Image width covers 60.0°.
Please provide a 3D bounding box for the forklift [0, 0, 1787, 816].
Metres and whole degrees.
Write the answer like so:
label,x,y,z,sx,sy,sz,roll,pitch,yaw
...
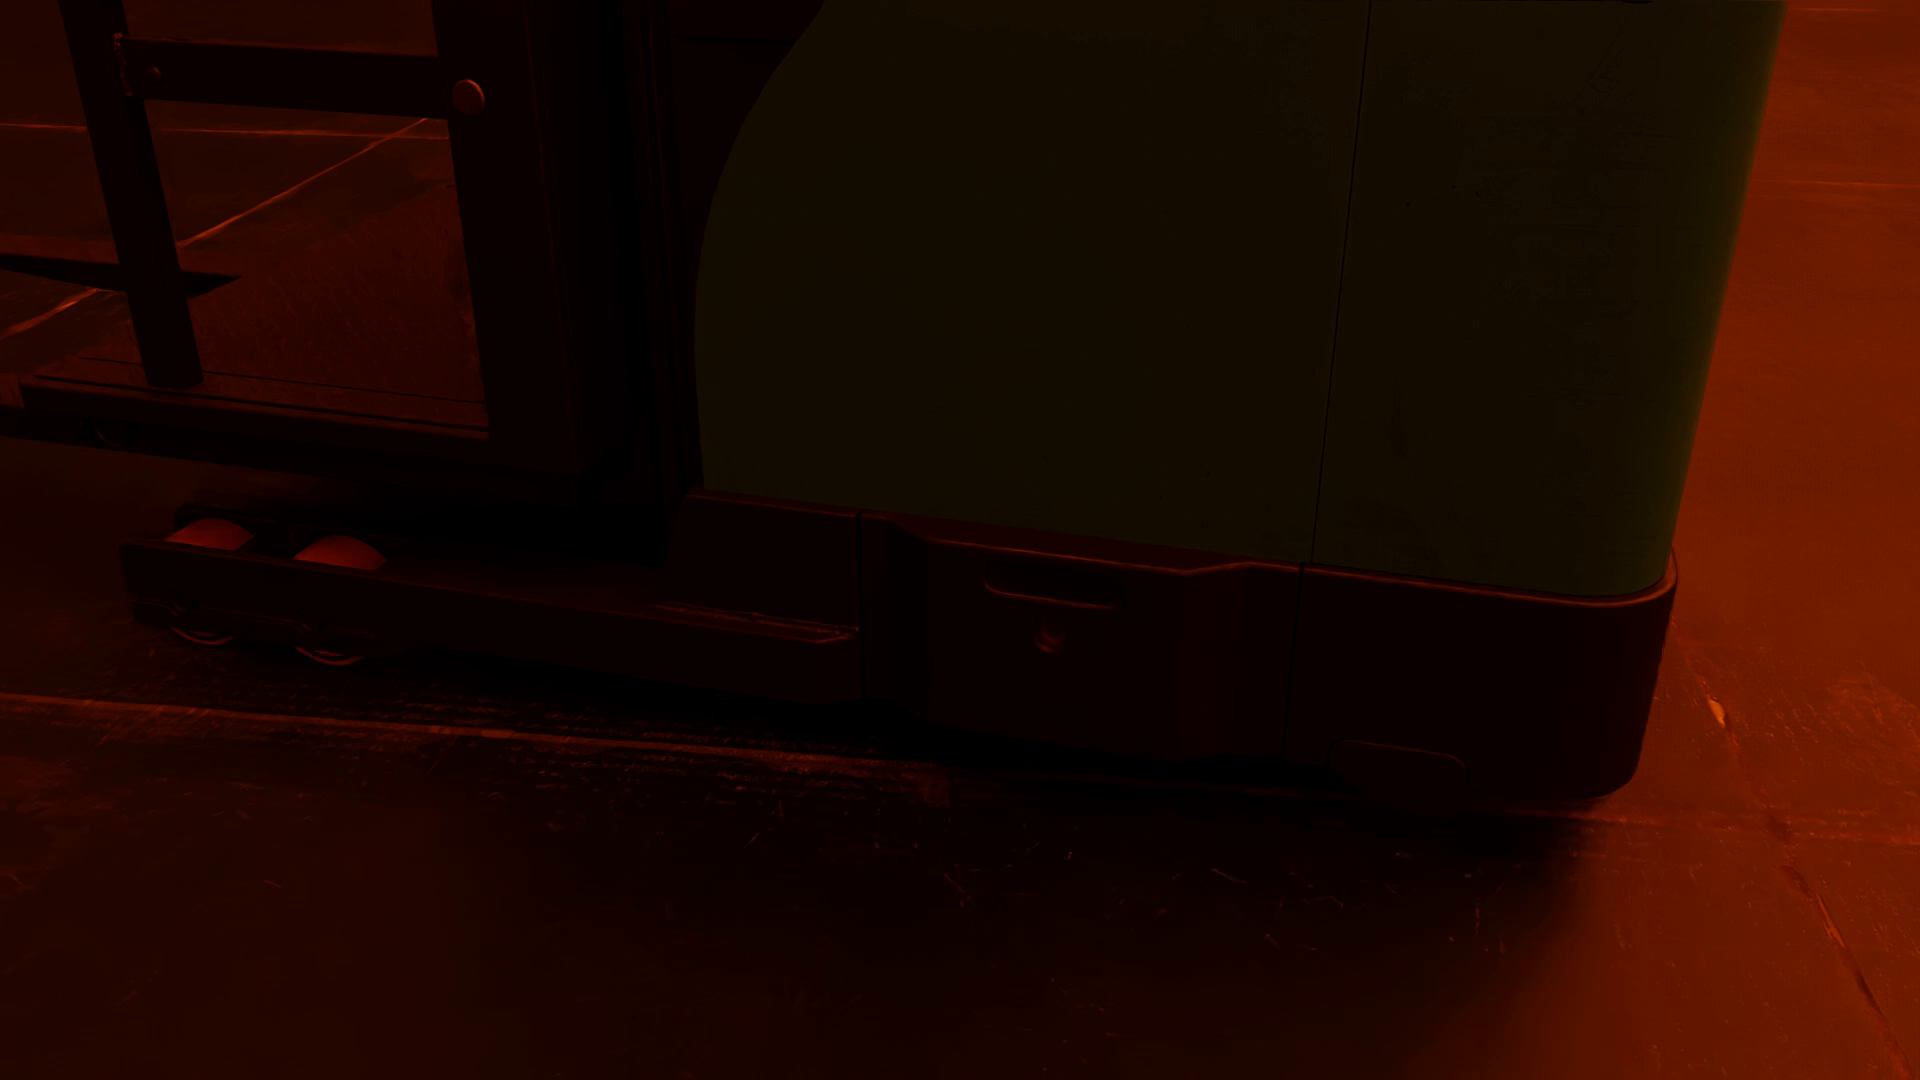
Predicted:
label,x,y,z,sx,sy,sz,roll,pitch,yaw
forklift,-0.593,-1.365,1.953,3.031,2.935,1.130,7,27,14
